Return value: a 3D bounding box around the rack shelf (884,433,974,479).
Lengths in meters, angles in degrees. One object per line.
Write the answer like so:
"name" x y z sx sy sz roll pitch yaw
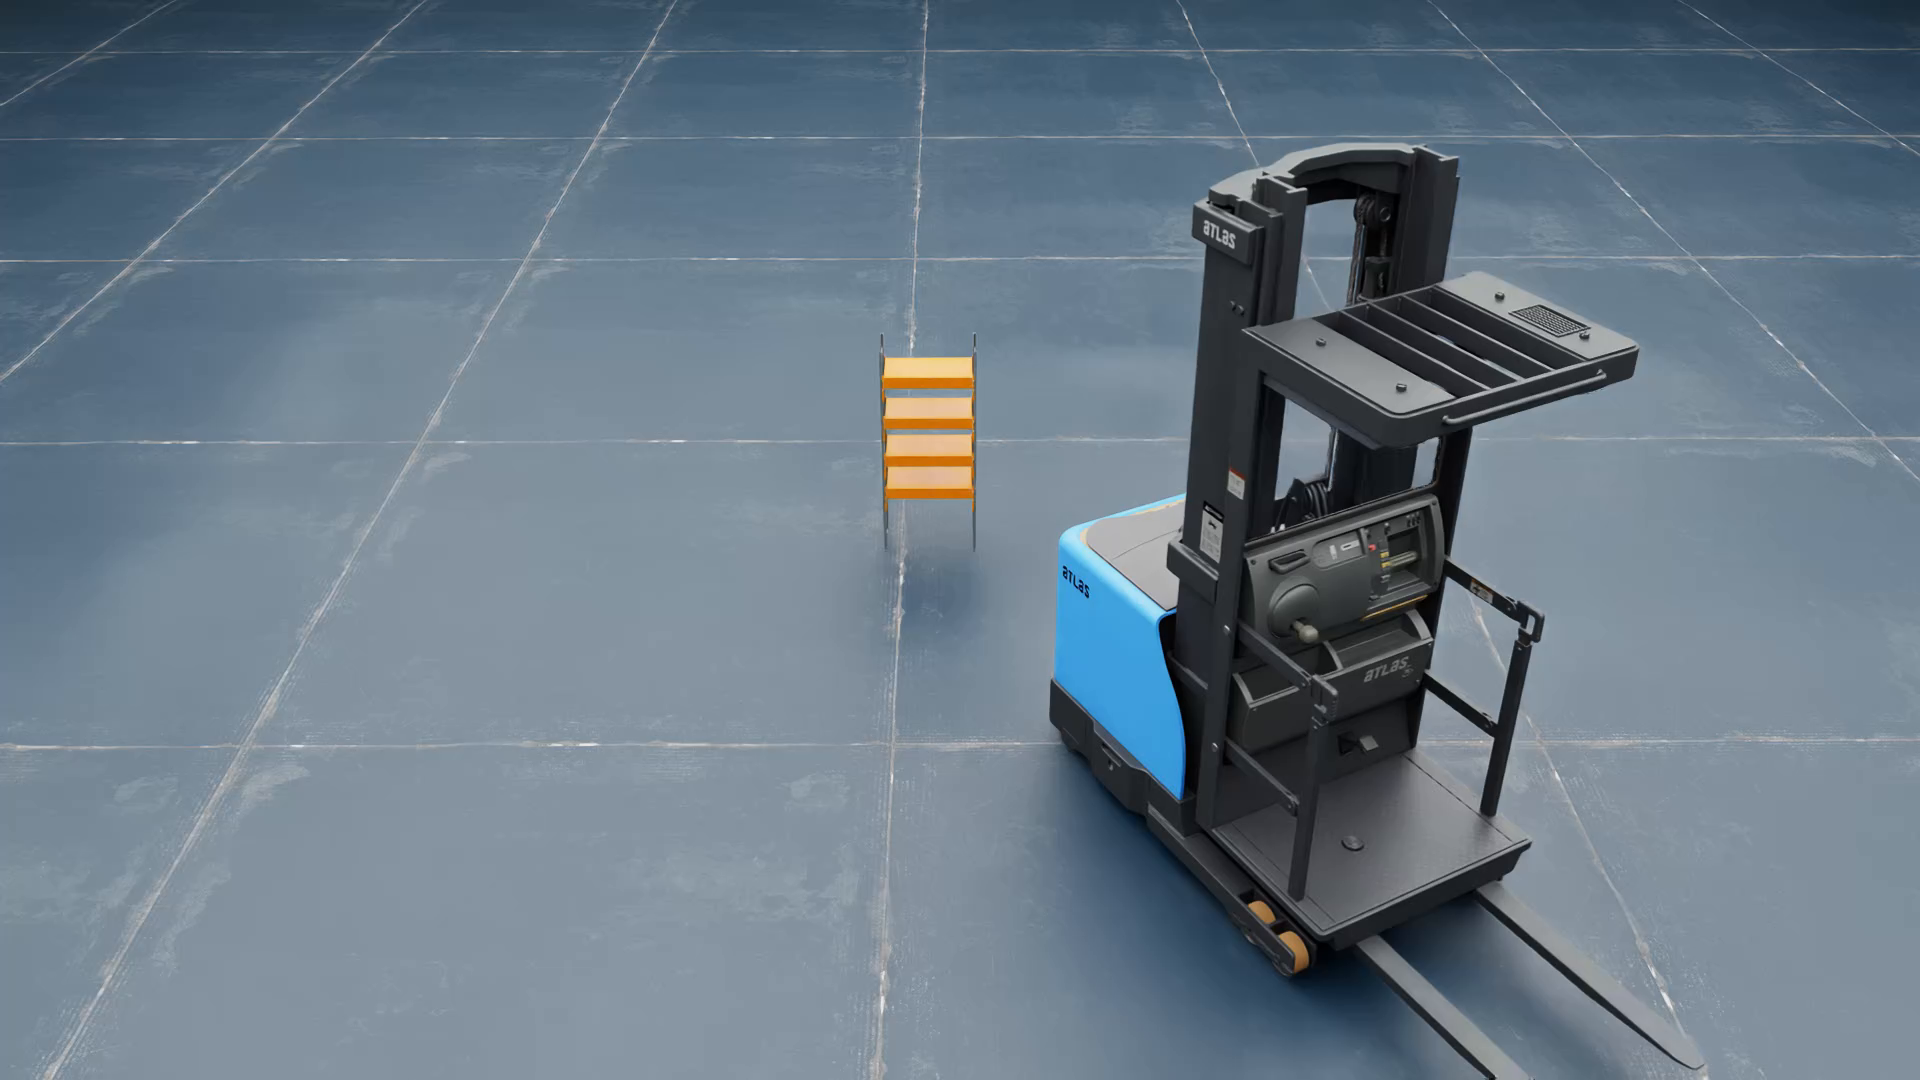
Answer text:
"rack shelf" -0.166 -0.455 8.973 0.480 0.148 0.258 0 31 0

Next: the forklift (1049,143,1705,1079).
"forklift" 1.575 0.165 6.152 1.130 2.935 3.031 -16 35 -25

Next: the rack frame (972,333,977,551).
"rack frame" 0.078 -0.513 8.939 0.015 1.200 0.240 0 31 0

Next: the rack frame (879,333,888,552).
"rack frame" -0.410 -0.512 8.937 0.015 1.200 0.240 0 31 0

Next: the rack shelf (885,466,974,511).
"rack shelf" -0.166 -0.285 9.076 0.480 0.148 0.258 0 31 0

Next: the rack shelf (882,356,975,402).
"rack shelf" -0.166 -0.848 8.734 0.480 0.148 0.258 0 31 0

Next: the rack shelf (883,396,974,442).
"rack shelf" -0.166 -0.646 8.857 0.480 0.148 0.258 0 31 0

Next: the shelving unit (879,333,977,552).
"shelving unit" -0.166 -0.512 8.938 0.503 1.200 0.258 0 31 0
